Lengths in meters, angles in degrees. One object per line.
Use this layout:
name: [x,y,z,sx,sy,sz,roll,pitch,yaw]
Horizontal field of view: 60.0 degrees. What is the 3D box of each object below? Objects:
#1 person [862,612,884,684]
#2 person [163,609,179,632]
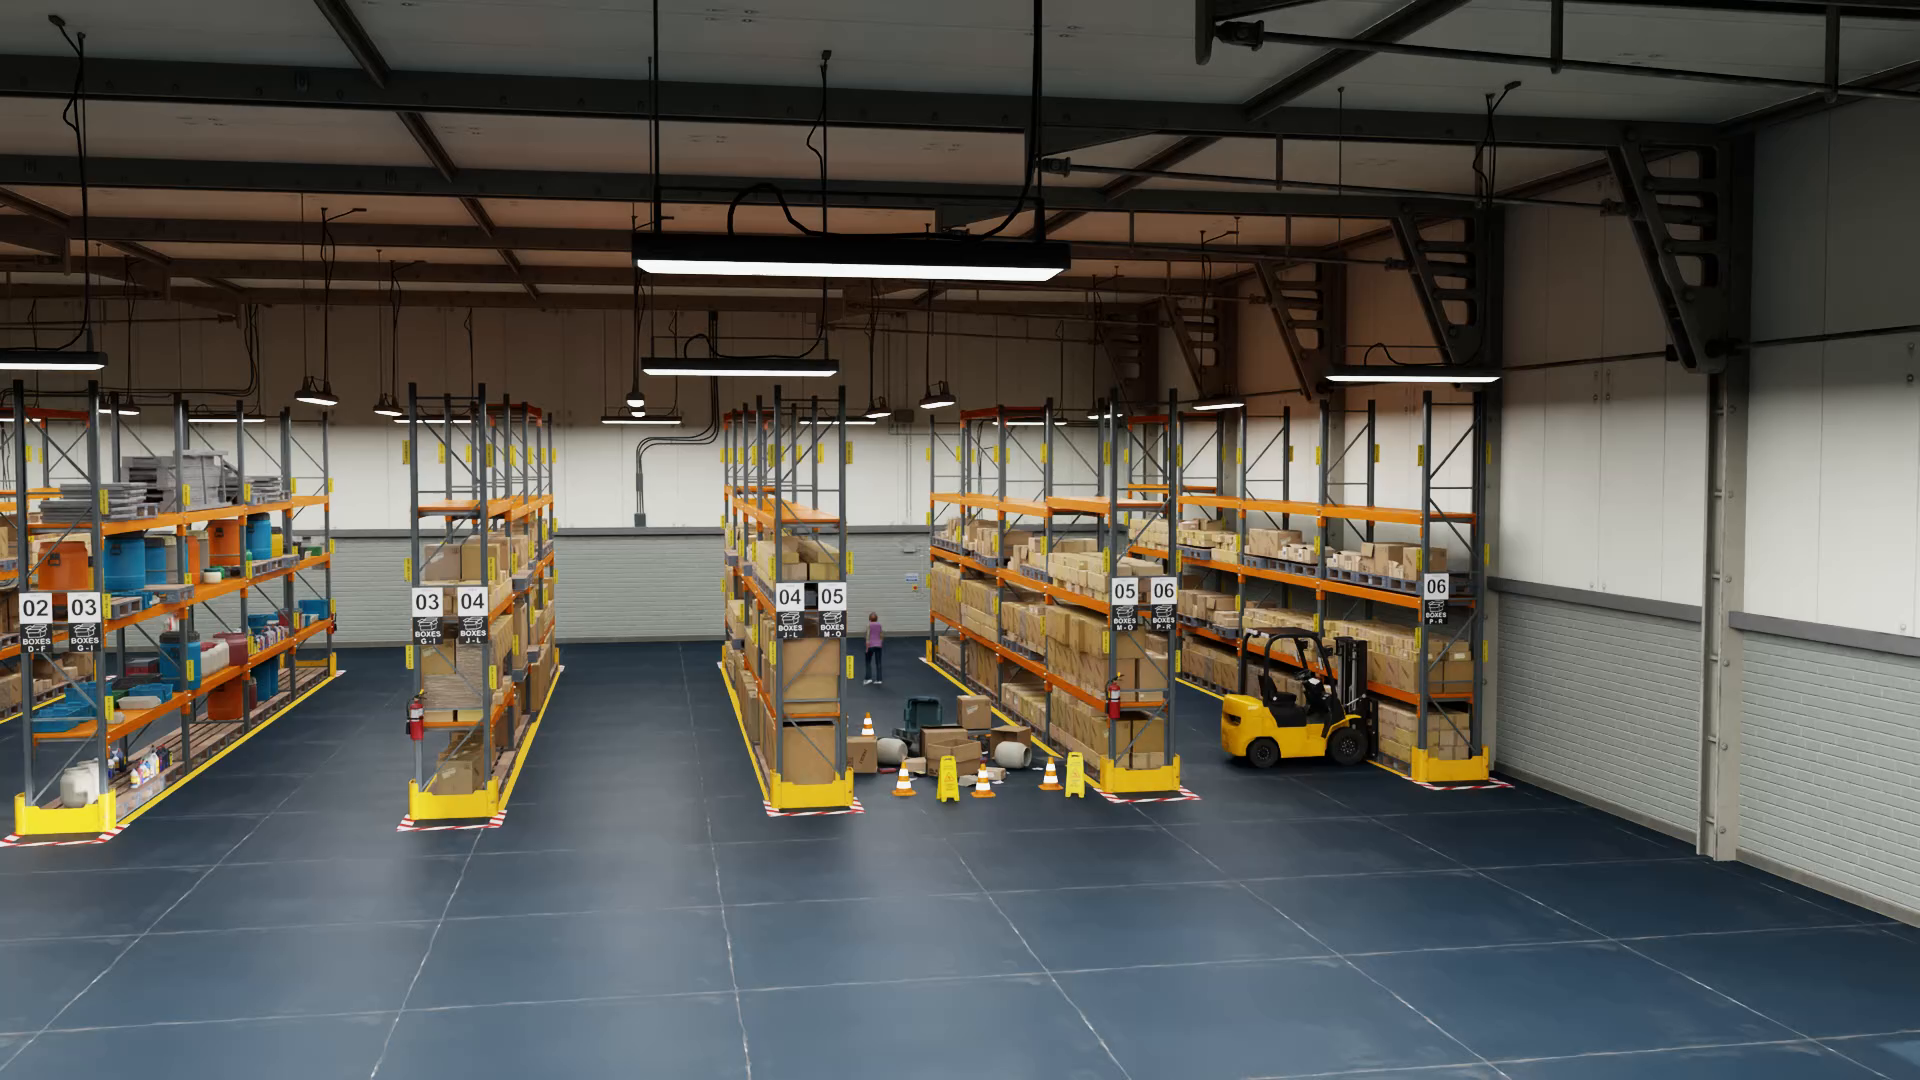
person: [-1.869,2.378,36.413,0.456,1.615,0.634,-2,3,-28]
person: [-17.076,2.278,36.299,0.555,1.729,0.995,-1,3,-24]
